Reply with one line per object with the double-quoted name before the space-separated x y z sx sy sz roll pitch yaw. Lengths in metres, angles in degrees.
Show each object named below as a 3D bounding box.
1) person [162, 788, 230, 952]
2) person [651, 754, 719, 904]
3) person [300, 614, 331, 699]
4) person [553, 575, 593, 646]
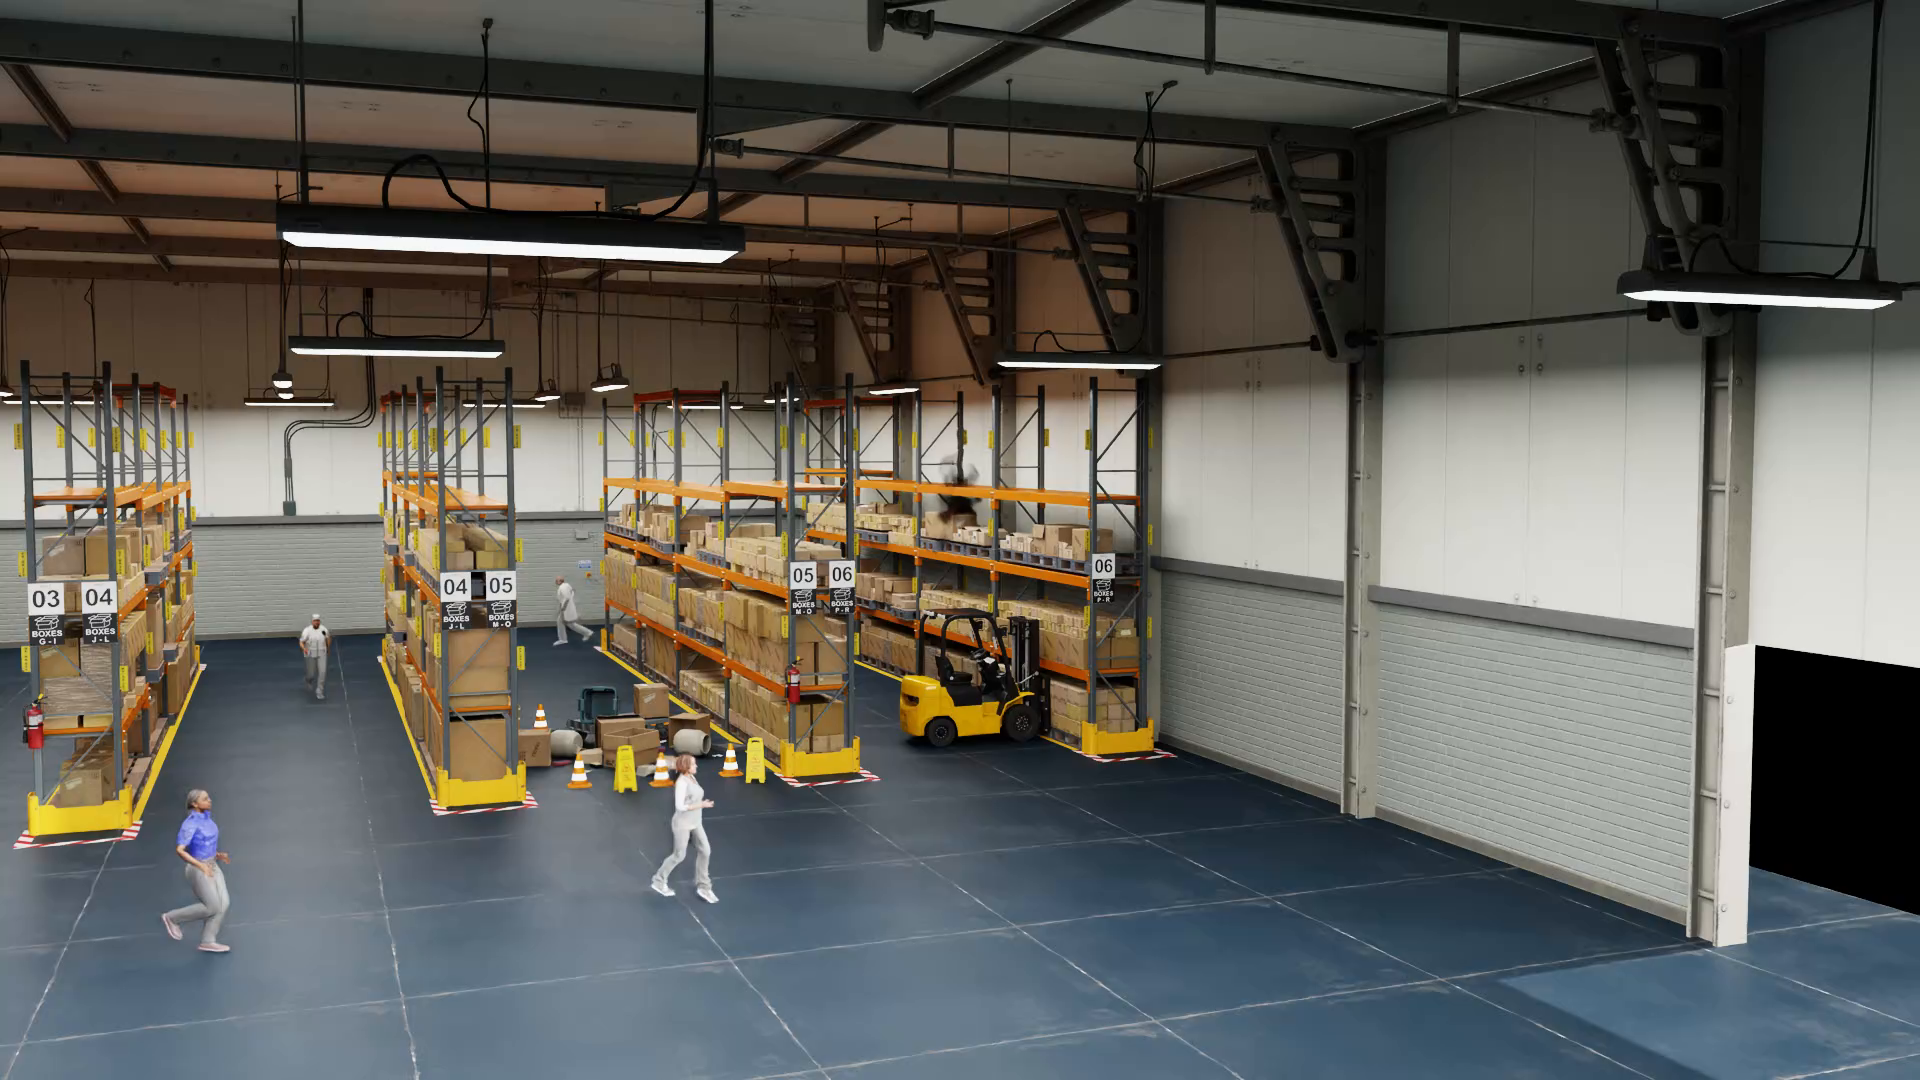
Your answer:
"person" -7.455 3.227 16.244 0.589 1.615 0.575 0 3 -3
"person" -2.982 3.120 17.954 0.751 1.645 0.522 1 4 15
"person" -12.543 2.249 32.371 0.597 1.634 0.754 -2 4 -32
"person" -9.454 1.720 40.557 0.969 1.736 0.692 -1 4 -12
